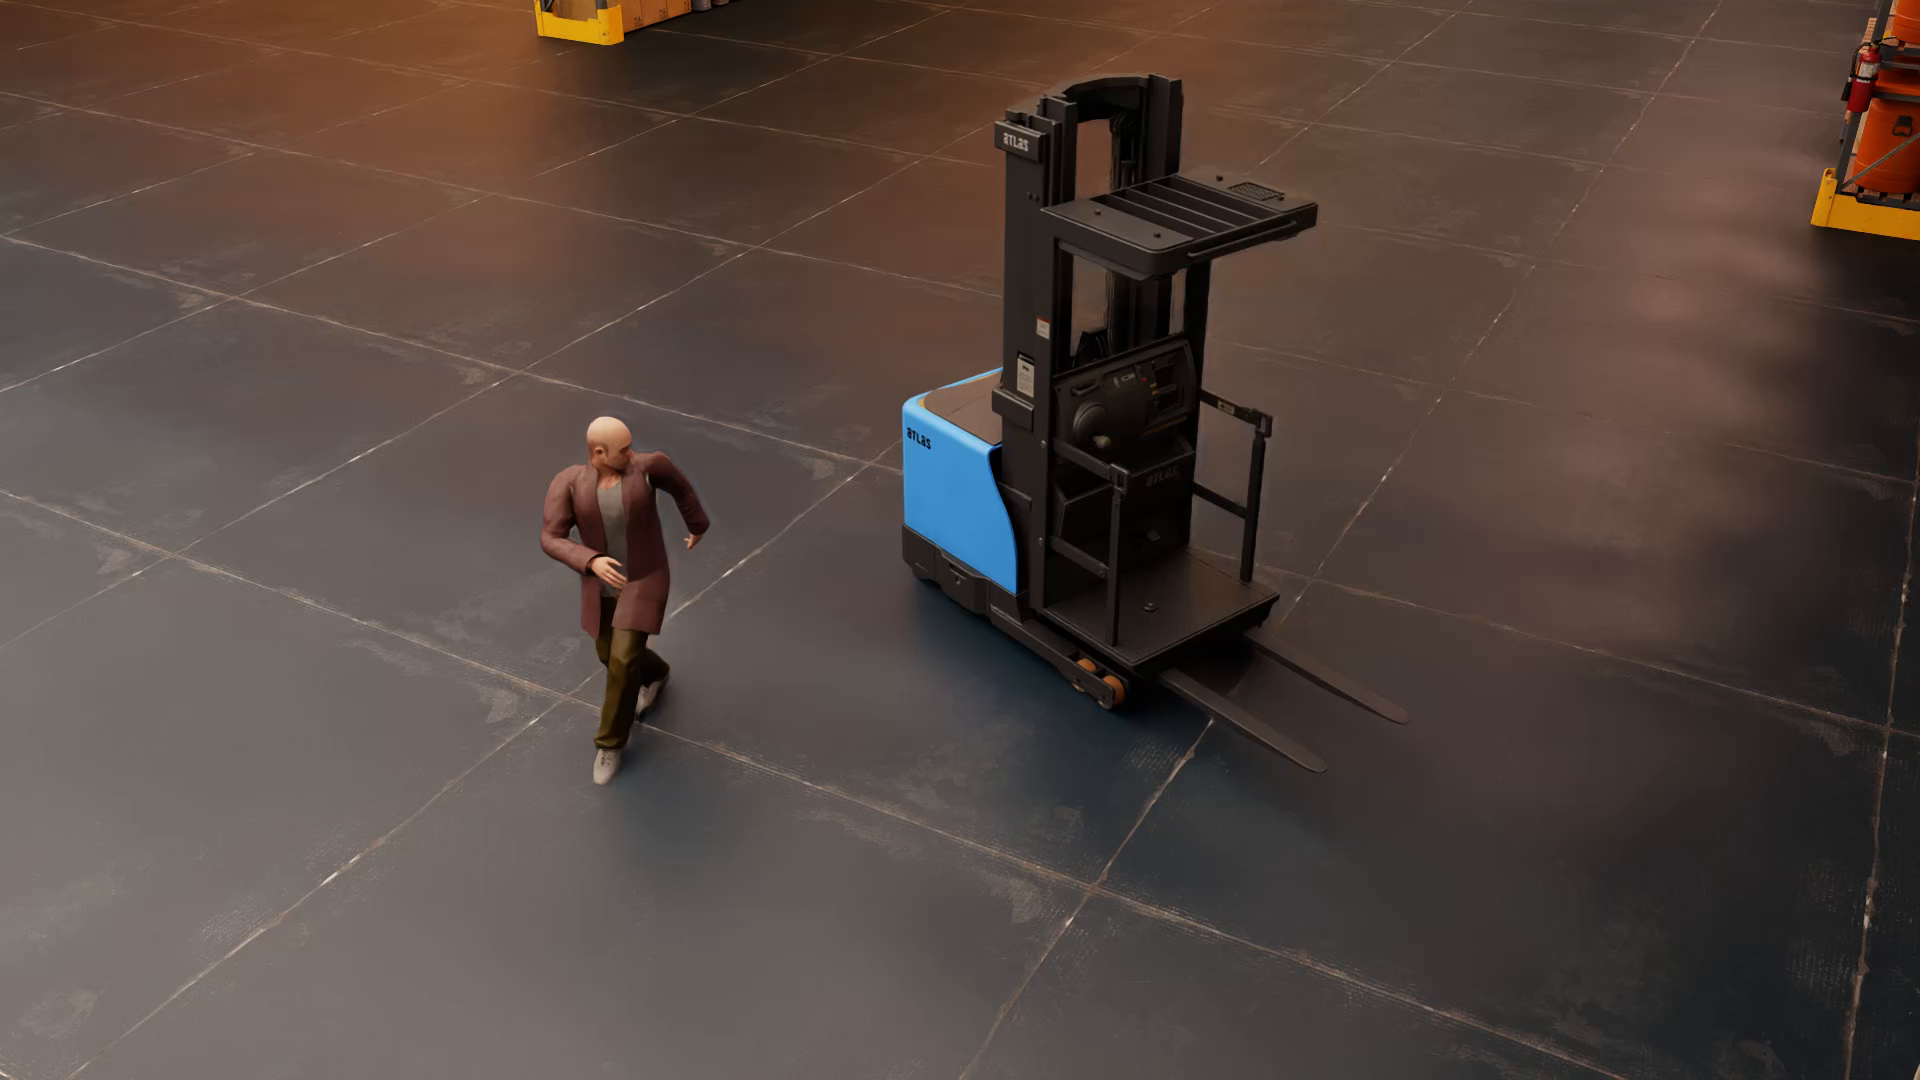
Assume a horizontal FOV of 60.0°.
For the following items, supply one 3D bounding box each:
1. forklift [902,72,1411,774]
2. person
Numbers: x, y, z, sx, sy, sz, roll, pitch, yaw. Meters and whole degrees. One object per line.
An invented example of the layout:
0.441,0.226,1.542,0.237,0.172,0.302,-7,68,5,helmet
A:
0.978,-0.691,8.268,1.130,2.935,3.031,-22,37,-33,forklift
-1.619,0.211,7.975,0.613,1.731,1.009,6,30,10,person
